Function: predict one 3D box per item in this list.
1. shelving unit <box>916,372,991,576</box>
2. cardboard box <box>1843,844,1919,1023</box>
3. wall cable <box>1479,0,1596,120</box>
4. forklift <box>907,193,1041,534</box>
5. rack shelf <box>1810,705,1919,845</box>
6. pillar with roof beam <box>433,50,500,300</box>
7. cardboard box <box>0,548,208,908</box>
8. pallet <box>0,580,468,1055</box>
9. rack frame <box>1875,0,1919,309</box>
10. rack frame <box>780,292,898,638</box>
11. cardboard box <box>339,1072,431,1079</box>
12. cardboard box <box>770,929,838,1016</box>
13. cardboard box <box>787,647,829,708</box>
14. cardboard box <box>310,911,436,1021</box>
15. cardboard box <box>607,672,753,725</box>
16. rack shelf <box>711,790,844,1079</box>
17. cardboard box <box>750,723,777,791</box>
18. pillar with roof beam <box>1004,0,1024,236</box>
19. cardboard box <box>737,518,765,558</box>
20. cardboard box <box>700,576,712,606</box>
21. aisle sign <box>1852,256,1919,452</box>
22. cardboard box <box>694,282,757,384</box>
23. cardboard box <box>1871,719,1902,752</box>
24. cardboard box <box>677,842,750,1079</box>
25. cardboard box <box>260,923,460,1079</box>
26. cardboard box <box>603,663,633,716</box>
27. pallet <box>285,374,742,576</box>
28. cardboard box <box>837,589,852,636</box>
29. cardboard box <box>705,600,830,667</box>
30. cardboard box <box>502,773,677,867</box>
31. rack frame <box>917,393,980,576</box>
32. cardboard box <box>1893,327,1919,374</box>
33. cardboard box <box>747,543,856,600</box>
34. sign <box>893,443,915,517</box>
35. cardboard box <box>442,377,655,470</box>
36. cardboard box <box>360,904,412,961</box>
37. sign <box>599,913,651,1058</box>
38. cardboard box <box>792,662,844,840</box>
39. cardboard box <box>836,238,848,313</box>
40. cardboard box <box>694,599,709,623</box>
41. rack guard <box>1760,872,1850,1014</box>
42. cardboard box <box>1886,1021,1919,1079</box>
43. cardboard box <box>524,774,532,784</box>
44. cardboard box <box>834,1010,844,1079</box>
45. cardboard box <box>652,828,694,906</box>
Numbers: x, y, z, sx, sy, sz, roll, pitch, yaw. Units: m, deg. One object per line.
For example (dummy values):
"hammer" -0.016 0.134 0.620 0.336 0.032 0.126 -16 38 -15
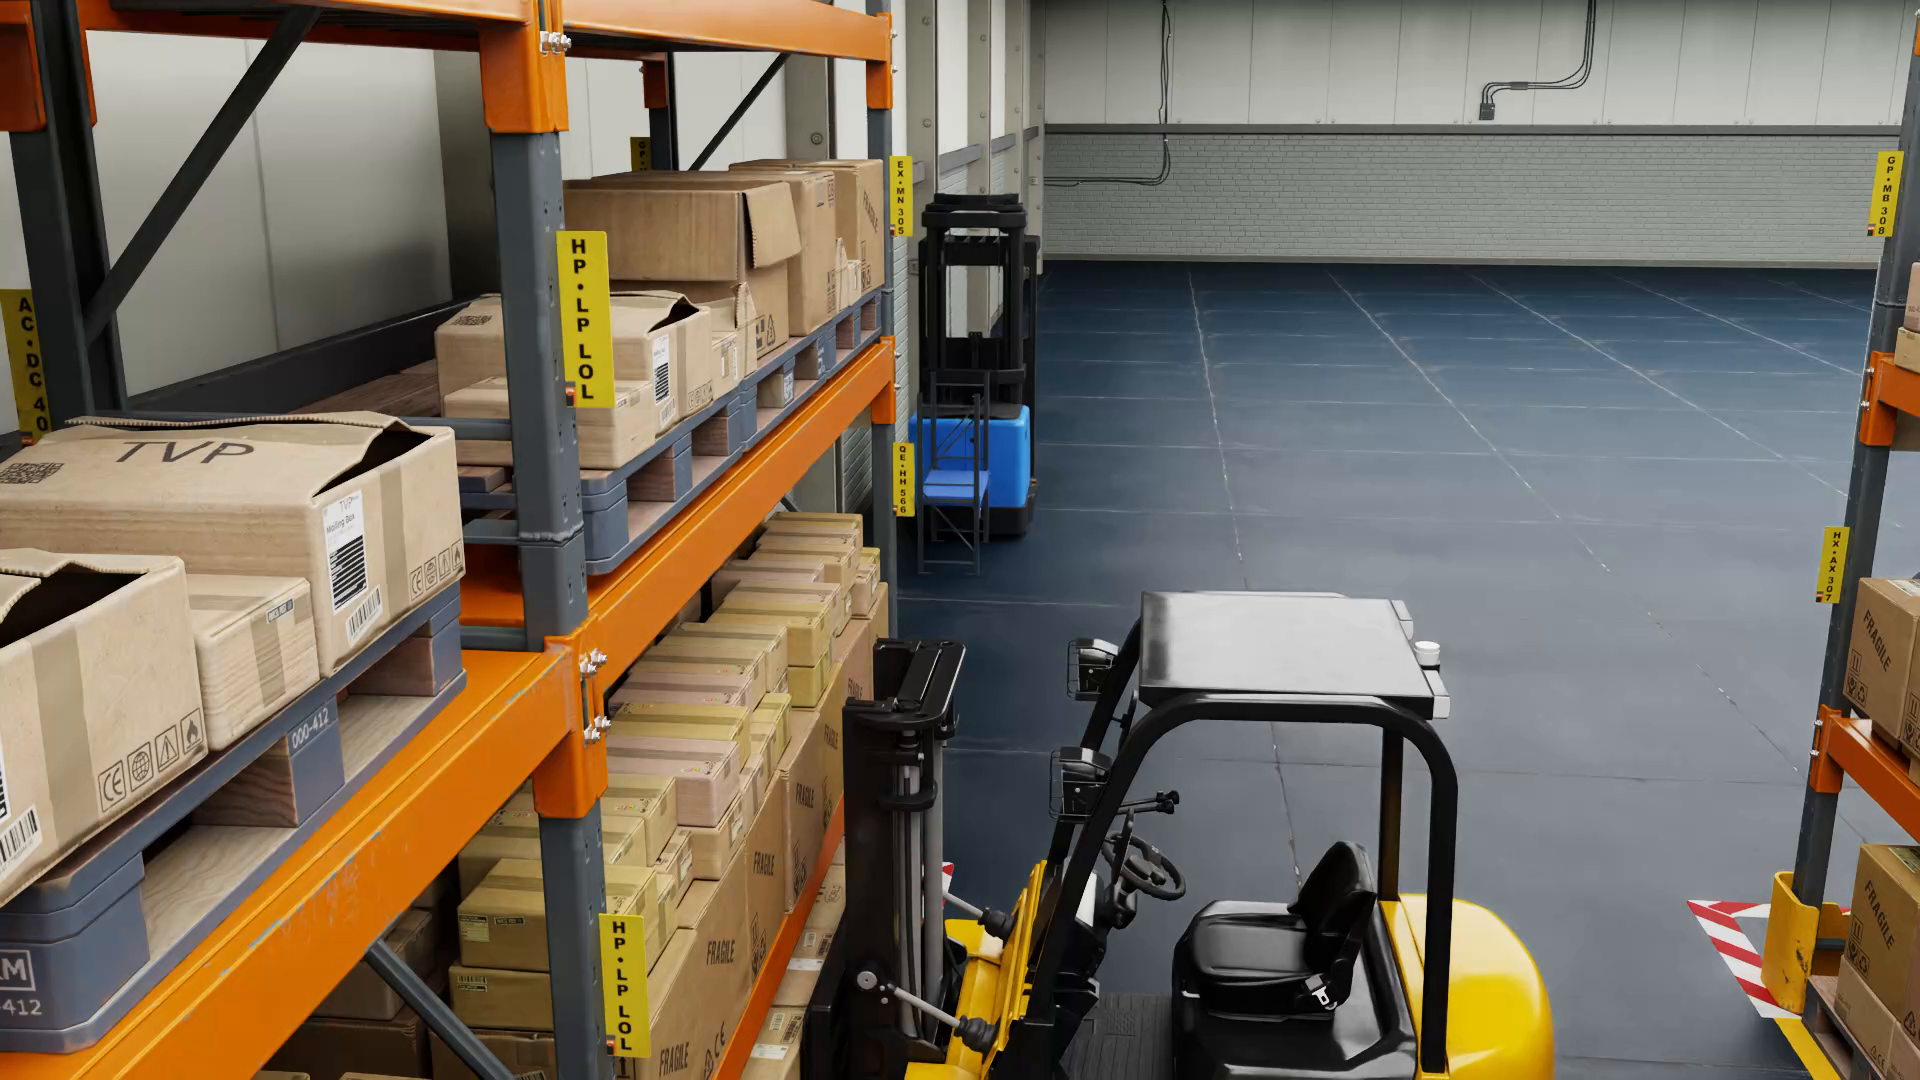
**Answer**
"shelving unit" -0.048 -0.573 13.908 0.538 1.500 1.048 1 15 5
"cardboard box" 3.780 1.508 6.366 0.500 0.500 0.500 1 15 4
"wall cable" 12.704 -12.213 36.074 2.305 6.003 0.169 2 15 6
"forklift" 0.185 -1.797 15.691 1.130 2.935 3.031 1 15 5
"rack shelf" 3.923 1.404 5.102 1.077 0.370 4.000 2 15 6
"pillar with roof beam" 2.519 -2.223 5.642 9.100 9.000 0.400 2 15 6
"cardboard box" -1.162 0.168 1.722 0.500 0.311 0.500 1 15 4
"pallet" -1.322 0.304 2.413 0.805 0.209 1.217 1 15 4
"rack frame" 4.148 -2.358 6.143 1.000 3.000 0.127 2 15 6
"rack frame" -0.784 0.393 7.464 1.000 3.000 0.127 2 15 6
"cardboard box" -1.053 1.164 3.177 0.380 0.149 0.250 2 15 8
"cardboard box" -0.690 1.558 5.701 0.500 0.250 0.500 1 15 5
"cardboard box" -0.665 0.463 5.770 0.380 0.149 0.250 2 15 7
"cardboard box" -1.454 0.978 3.866 0.380 0.149 0.250 2 15 6
"cardboard box" -0.838 0.515 5.008 0.380 0.149 0.250 2 15 6
"rack shelf" -1.010 1.259 5.639 1.077 0.370 4.000 2 15 6
"cardboard box" -0.765 0.663 5.031 0.380 0.149 0.250 1 15 4
"pillar with roof beam" 5.227 -8.447 28.662 9.100 9.000 0.400 2 15 6
"cardboard box" -1.034 -0.032 7.028 0.380 0.149 0.250 1 15 5
"cardboard box" -1.156 0.168 6.290 0.380 0.149 0.250 2 15 7
"aisle sign" 3.847 -0.742 6.680 0.394 0.787 0.004 2 15 6
"cardboard box" -0.766 -0.580 4.576 0.396 0.266 0.258 1 15 5
"cardboard box" 3.904 0.741 6.656 0.380 0.149 0.250 2 15 6
"cardboard box" -0.884 1.139 4.512 0.500 0.500 0.500 2 15 7
"cardboard box" -1.453 1.257 4.074 0.500 0.500 0.500 2 15 6
"cardboard box" -1.264 0.437 5.294 0.380 0.149 0.250 2 15 8
"pallet" -1.165 -0.197 4.068 1.003 0.211 1.213 2 15 6
"cardboard box" -0.634 0.262 6.512 0.380 0.149 0.250 2 15 7
"cardboard box" -0.660 0.321 5.725 0.380 0.149 0.250 2 15 7
"cardboard box" -0.945 0.714 4.270 0.380 0.149 0.250 1 15 5
"rack frame" -0.094 -0.441 13.419 0.500 1.500 0.032 1 15 5
"cardboard box" 3.788 -0.712 6.285 0.380 0.149 0.250 2 15 6
"cardboard box" -0.615 0.120 6.467 0.380 0.149 0.250 2 15 8
"sign" -0.247 -0.261 7.209 0.100 0.325 0.005 2 15 6
"cardboard box" -0.883 -0.255 3.598 0.380 0.149 0.250 2 15 7
"cardboard box" -1.500 0.833 3.829 0.380 0.149 0.250 2 15 6
"sign" -0.695 0.923 3.436 0.100 0.325 0.005 2 15 6
"cardboard box" -0.704 0.747 5.962 0.500 0.500 0.500 1 15 5
"cardboard box" -0.605 -0.952 5.951 0.396 0.266 0.258 2 15 6
"cardboard box" -1.170 0.311 6.332 0.380 0.149 0.250 1 15 4
"rack guard" 4.140 1.764 7.180 1.175 0.500 0.348 2 15 6
"cardboard box" 3.717 1.996 5.998 0.500 0.250 0.500 2 15 8
"cardboard box" -1.311 0.713 4.843 0.380 0.149 0.250 2 15 8
"cardboard box" -0.693 1.805 5.745 0.500 0.250 0.500 2 15 6
"cardboard box" -0.909 0.858 4.308 0.380 0.149 0.250 2 15 6
